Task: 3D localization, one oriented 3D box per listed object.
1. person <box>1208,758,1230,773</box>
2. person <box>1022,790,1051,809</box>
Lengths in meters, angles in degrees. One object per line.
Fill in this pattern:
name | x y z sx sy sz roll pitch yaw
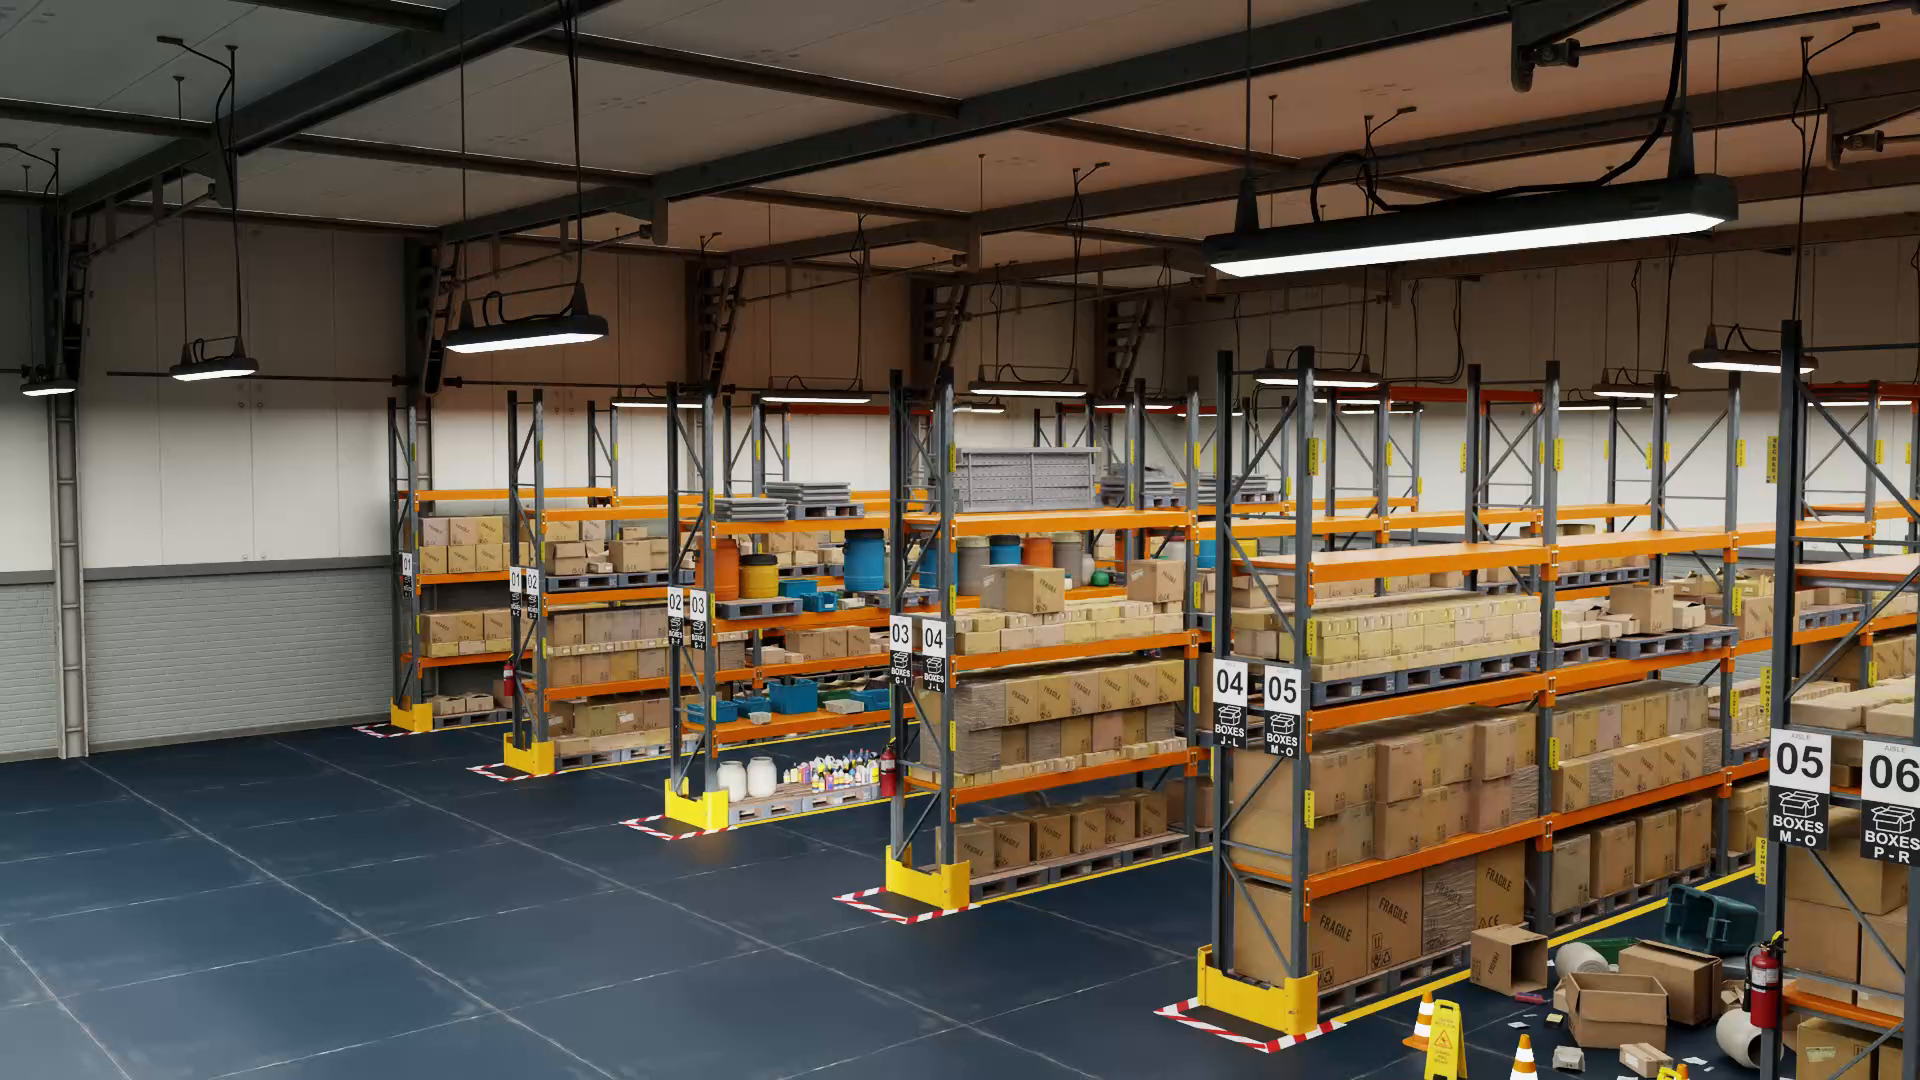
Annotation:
person | 3.764 2.829 24.448 0.887 1.763 0.632 -3 4 -40
person | 0.970 3.006 22.557 0.758 1.640 0.610 -3 4 -42
